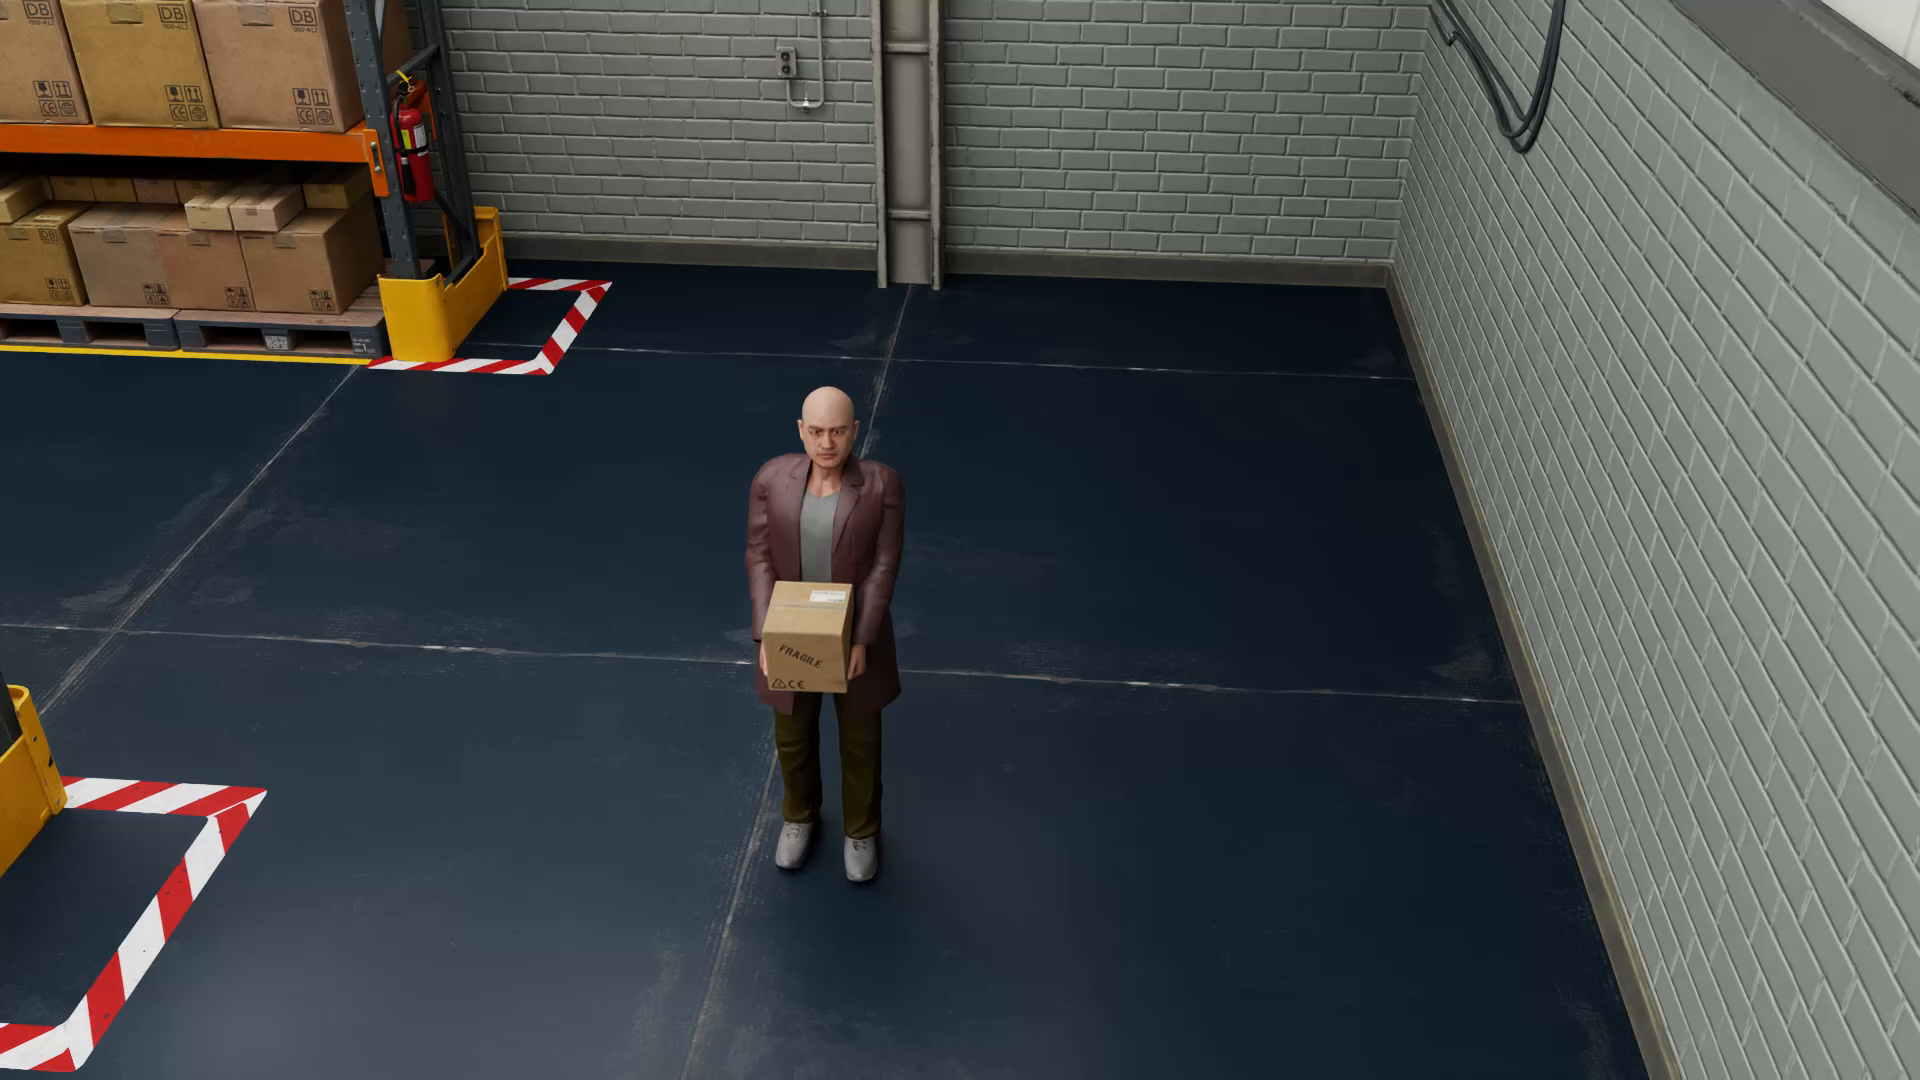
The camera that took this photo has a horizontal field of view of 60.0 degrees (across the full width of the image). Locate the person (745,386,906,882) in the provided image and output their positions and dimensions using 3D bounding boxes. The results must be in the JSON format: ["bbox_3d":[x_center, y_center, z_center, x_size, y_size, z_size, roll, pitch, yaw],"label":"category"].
[{"bbox_3d":[-0.450,0.373,5.545,0.530,1.769,0.561,3,32,4],"label":"person"}]
